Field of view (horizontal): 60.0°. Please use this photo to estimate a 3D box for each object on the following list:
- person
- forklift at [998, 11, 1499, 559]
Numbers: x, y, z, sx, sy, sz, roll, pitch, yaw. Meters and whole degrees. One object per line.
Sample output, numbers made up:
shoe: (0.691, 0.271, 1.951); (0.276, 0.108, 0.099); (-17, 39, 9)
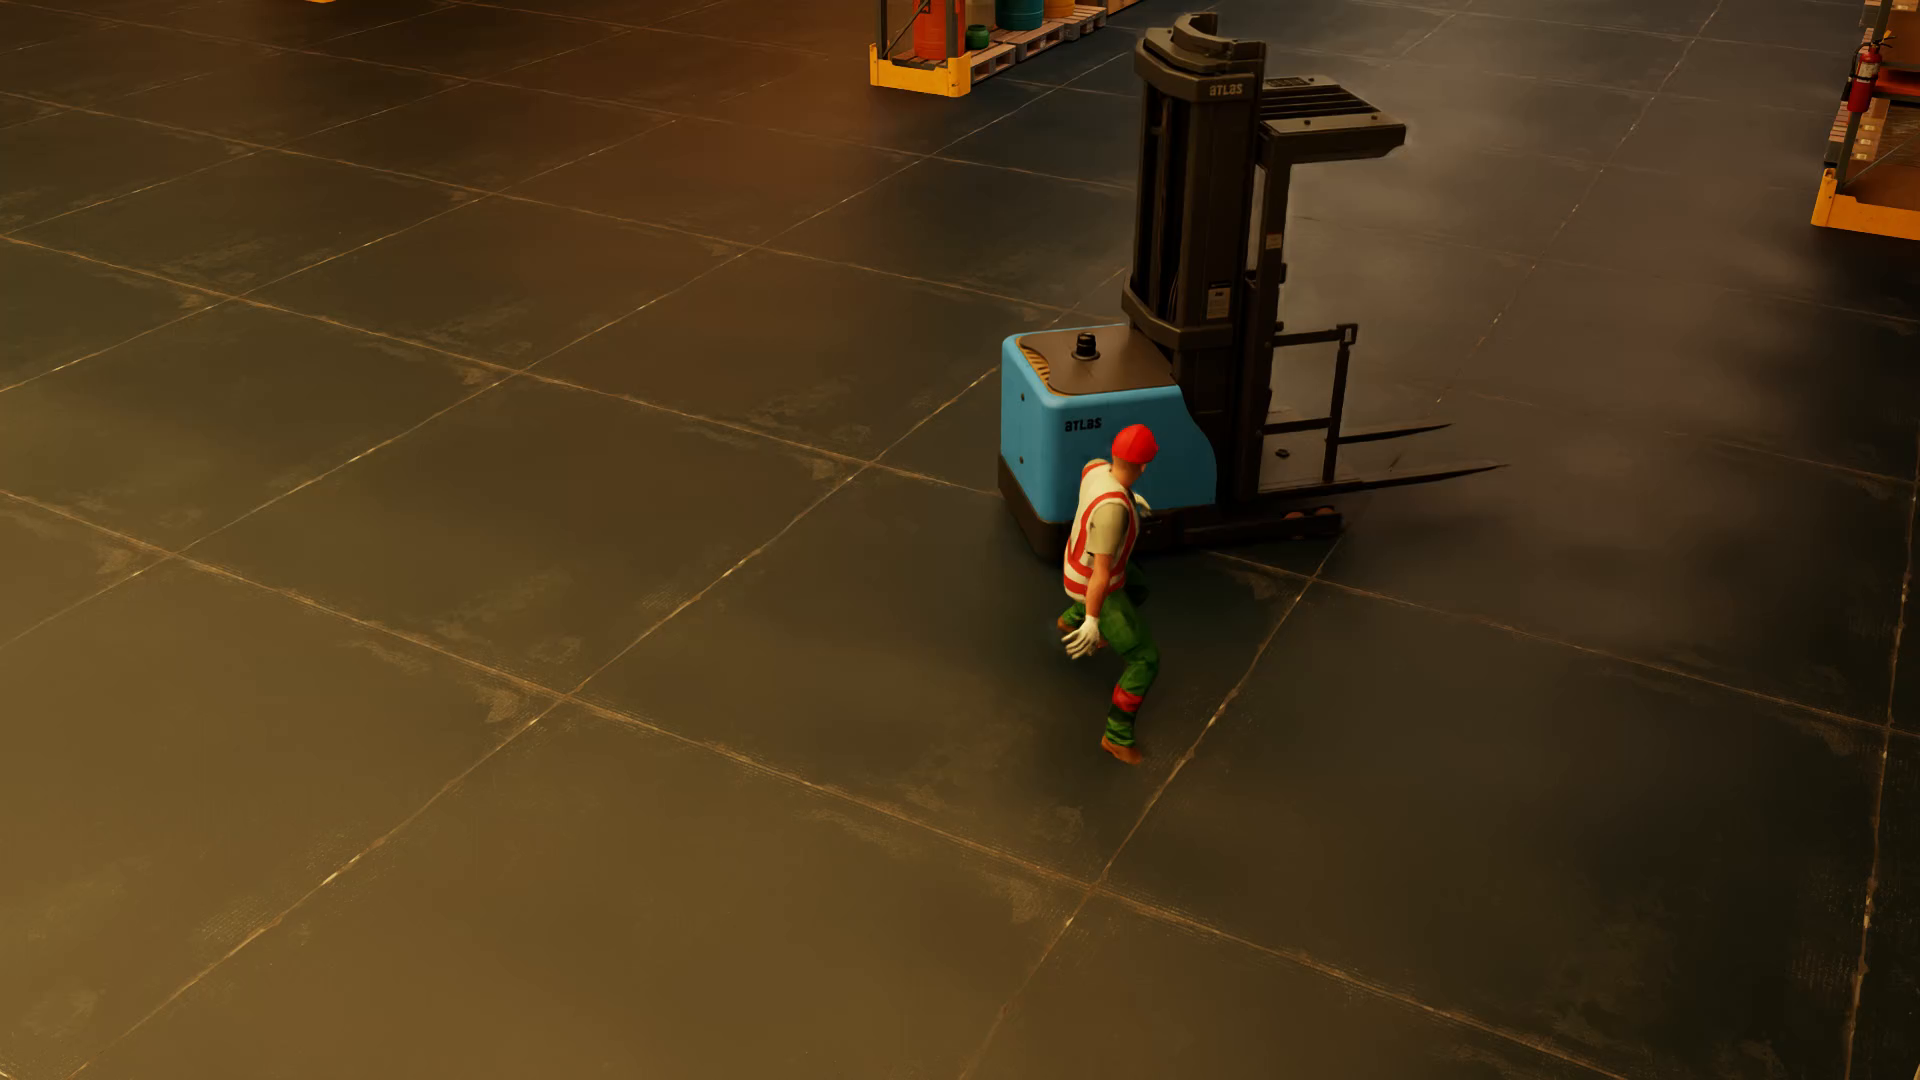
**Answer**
person: (0.724, 0.222, 8.070); (0.527, 1.674, 1.205); (3, 30, 5)
forklift: (1.813, -1.520, 9.704); (3.031, 2.935, 1.130); (-7, 31, -12)
